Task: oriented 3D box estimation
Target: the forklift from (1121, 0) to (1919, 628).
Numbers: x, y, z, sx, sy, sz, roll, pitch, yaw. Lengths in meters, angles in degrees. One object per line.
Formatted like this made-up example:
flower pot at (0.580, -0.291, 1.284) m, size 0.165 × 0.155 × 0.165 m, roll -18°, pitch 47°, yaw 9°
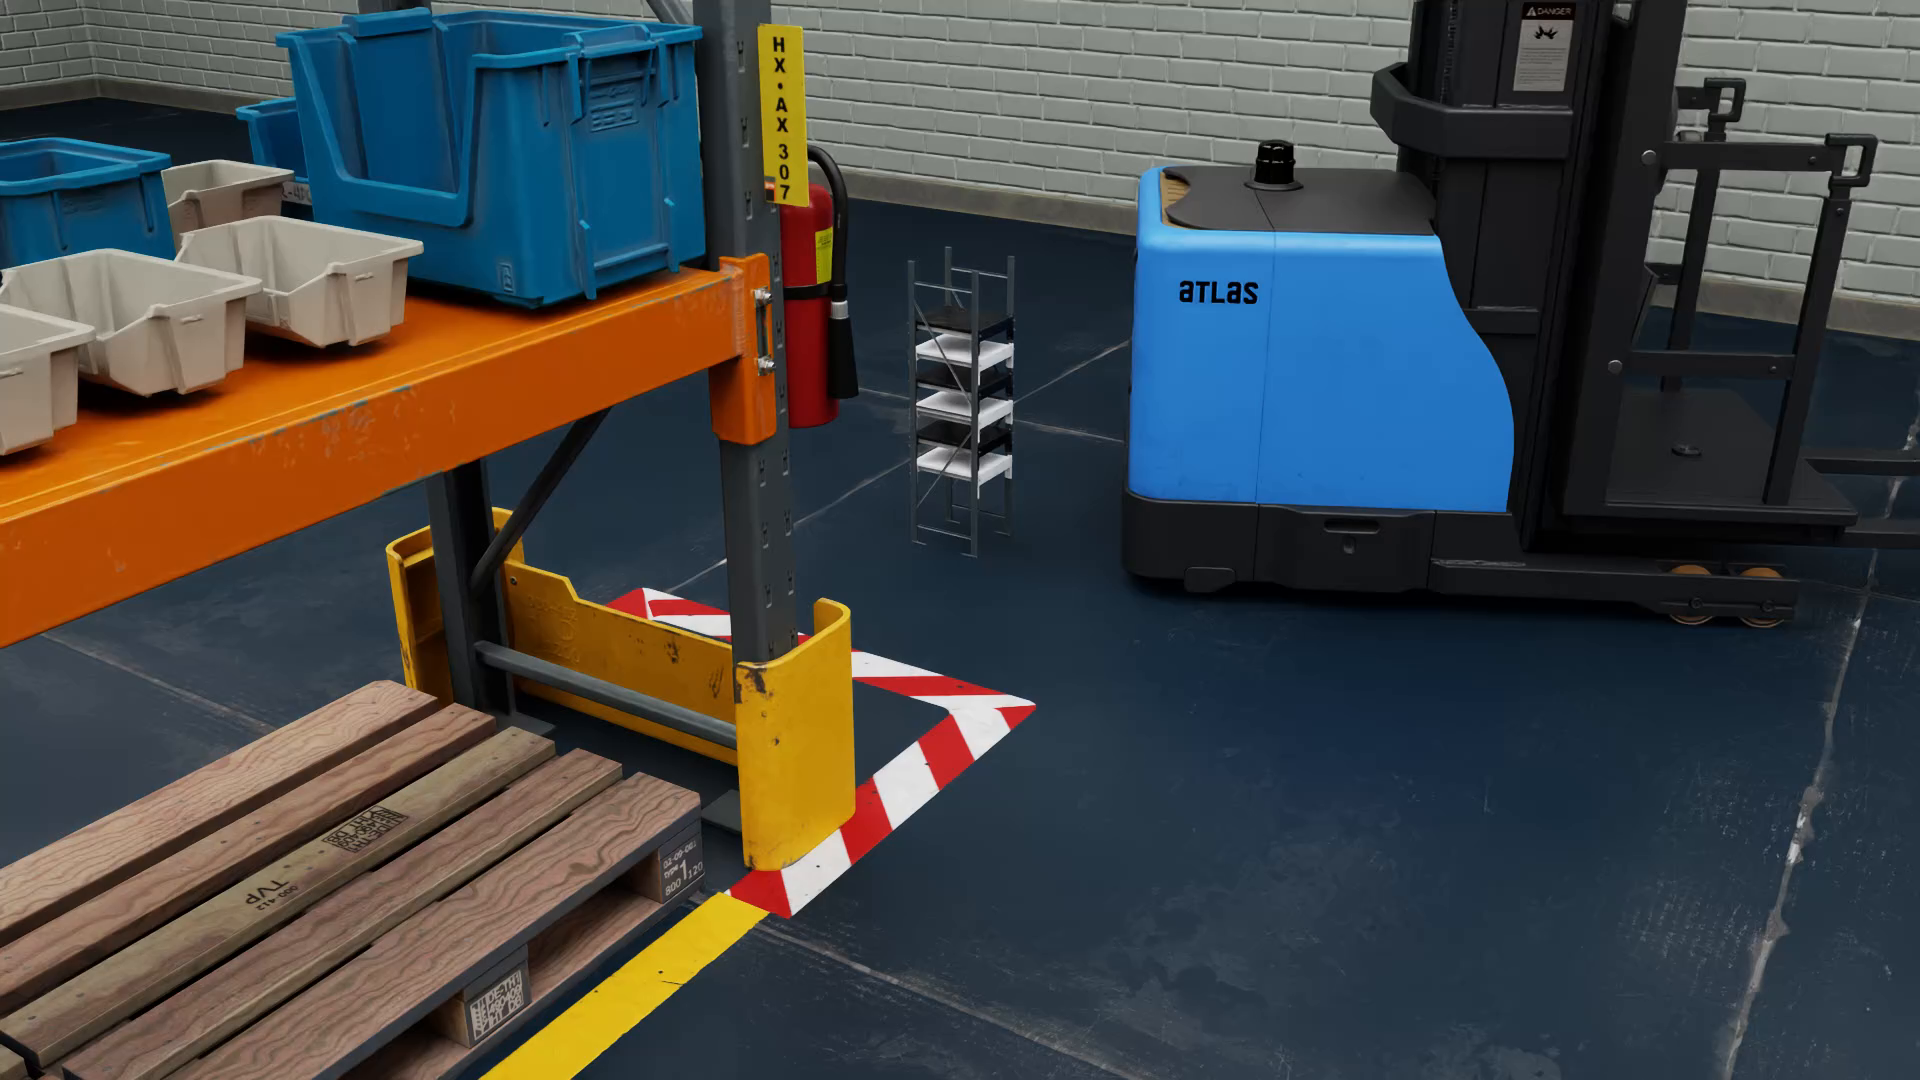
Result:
forklift at (2.026, -1.320, 4.609) m, size 3.031 × 2.935 × 1.130 m, roll 2°, pitch 24°, yaw 5°

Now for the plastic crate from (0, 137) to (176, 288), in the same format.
plastic crate at (-1.560, -0.534, 2.843) m, size 0.416 × 0.233 × 0.300 m, roll 14°, pitch 27°, yaw 29°

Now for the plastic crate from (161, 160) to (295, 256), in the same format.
plastic crate at (-1.452, -0.621, 3.165) m, size 0.250 × 0.136 × 0.298 m, roll 14°, pitch 27°, yaw 29°

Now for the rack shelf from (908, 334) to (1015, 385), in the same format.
rack shelf at (0.004, -0.550, 5.019) m, size 0.258 × 0.077 × 0.200 m, roll 14°, pitch 27°, yaw 29°

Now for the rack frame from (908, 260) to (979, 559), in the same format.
rack frame at (-0.049, -0.381, 4.998) m, size 0.240 × 0.900 × 0.006 m, roll 14°, pitch 27°, yaw 29°

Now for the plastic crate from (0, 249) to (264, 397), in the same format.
plastic crate at (-1.244, -0.318, 2.466) m, size 0.396 × 0.136 × 0.243 m, roll 14°, pitch 27°, yaw 29°

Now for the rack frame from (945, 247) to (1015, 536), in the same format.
rack frame at (0.058, -0.450, 5.157) m, size 0.240 × 0.900 × 0.006 m, roll 14°, pitch 27°, yaw 29°

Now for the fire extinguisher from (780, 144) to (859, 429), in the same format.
fire extinguisher at (-0.337, -0.569, 3.355) m, size 0.296 × 0.674 × 0.183 m, roll 14°, pitch 27°, yaw 29°

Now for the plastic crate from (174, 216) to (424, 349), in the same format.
plastic crate at (-1.079, -0.413, 2.685) m, size 0.396 × 0.136 × 0.243 m, roll 14°, pitch 27°, yaw 29°

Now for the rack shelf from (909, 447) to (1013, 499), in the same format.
rack shelf at (0.004, -0.220, 5.162) m, size 0.258 × 0.077 × 0.200 m, roll 14°, pitch 27°, yaw 29°

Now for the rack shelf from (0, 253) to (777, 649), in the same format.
rack shelf at (-1.858, 0.186, 1.951) m, size 1.077 × 0.370 × 4.000 m, roll 14°, pitch 27°, yaw 29°

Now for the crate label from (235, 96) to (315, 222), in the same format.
crate label at (-1.213, -0.756, 3.356) m, size 0.416 × 0.233 × 0.303 m, roll 14°, pitch 27°, yaw 29°

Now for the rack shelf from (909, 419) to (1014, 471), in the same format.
rack shelf at (0.004, -0.303, 5.127) m, size 0.258 × 0.077 × 0.200 m, roll 14°, pitch 27°, yaw 29°

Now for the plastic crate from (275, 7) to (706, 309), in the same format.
plastic crate at (-0.821, -0.711, 2.997) m, size 0.616 × 0.435 × 0.499 m, roll 14°, pitch 27°, yaw 29°

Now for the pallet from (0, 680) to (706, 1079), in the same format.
pallet at (-1.271, 0.730, 3.297) m, size 1.003 × 0.211 × 1.213 m, roll 14°, pitch 27°, yaw 29°

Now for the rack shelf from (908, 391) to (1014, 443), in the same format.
rack shelf at (0.004, -0.385, 5.091) m, size 0.258 × 0.077 × 0.200 m, roll 14°, pitch 27°, yaw 29°

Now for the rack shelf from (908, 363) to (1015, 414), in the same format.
rack shelf at (0.004, -0.468, 5.055) m, size 0.258 × 0.077 × 0.200 m, roll 14°, pitch 27°, yaw 29°

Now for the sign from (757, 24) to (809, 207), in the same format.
sign at (-0.327, -0.785, 3.082) m, size 0.100 × 0.325 × 0.005 m, roll 14°, pitch 27°, yaw 29°

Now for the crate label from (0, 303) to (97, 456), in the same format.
crate label at (-1.370, -0.219, 2.237) m, size 0.396 × 0.136 × 0.243 m, roll 14°, pitch 27°, yaw 29°

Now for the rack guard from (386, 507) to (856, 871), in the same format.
rack guard at (-0.801, 0.317, 3.889) m, size 1.175 × 0.500 × 0.348 m, roll 14°, pitch 27°, yaw 29°

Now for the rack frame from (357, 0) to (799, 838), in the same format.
rack frame at (-0.803, -0.820, 3.368) m, size 1.000 × 3.000 × 0.127 m, roll 14°, pitch 27°, yaw 29°

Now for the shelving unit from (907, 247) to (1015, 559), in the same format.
shelving unit at (0.004, -0.416, 5.078) m, size 0.258 × 0.900 × 0.210 m, roll 14°, pitch 27°, yaw 29°

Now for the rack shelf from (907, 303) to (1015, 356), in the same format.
rack shelf at (0.004, -0.633, 4.984) m, size 0.258 × 0.077 × 0.200 m, roll 14°, pitch 27°, yaw 29°
